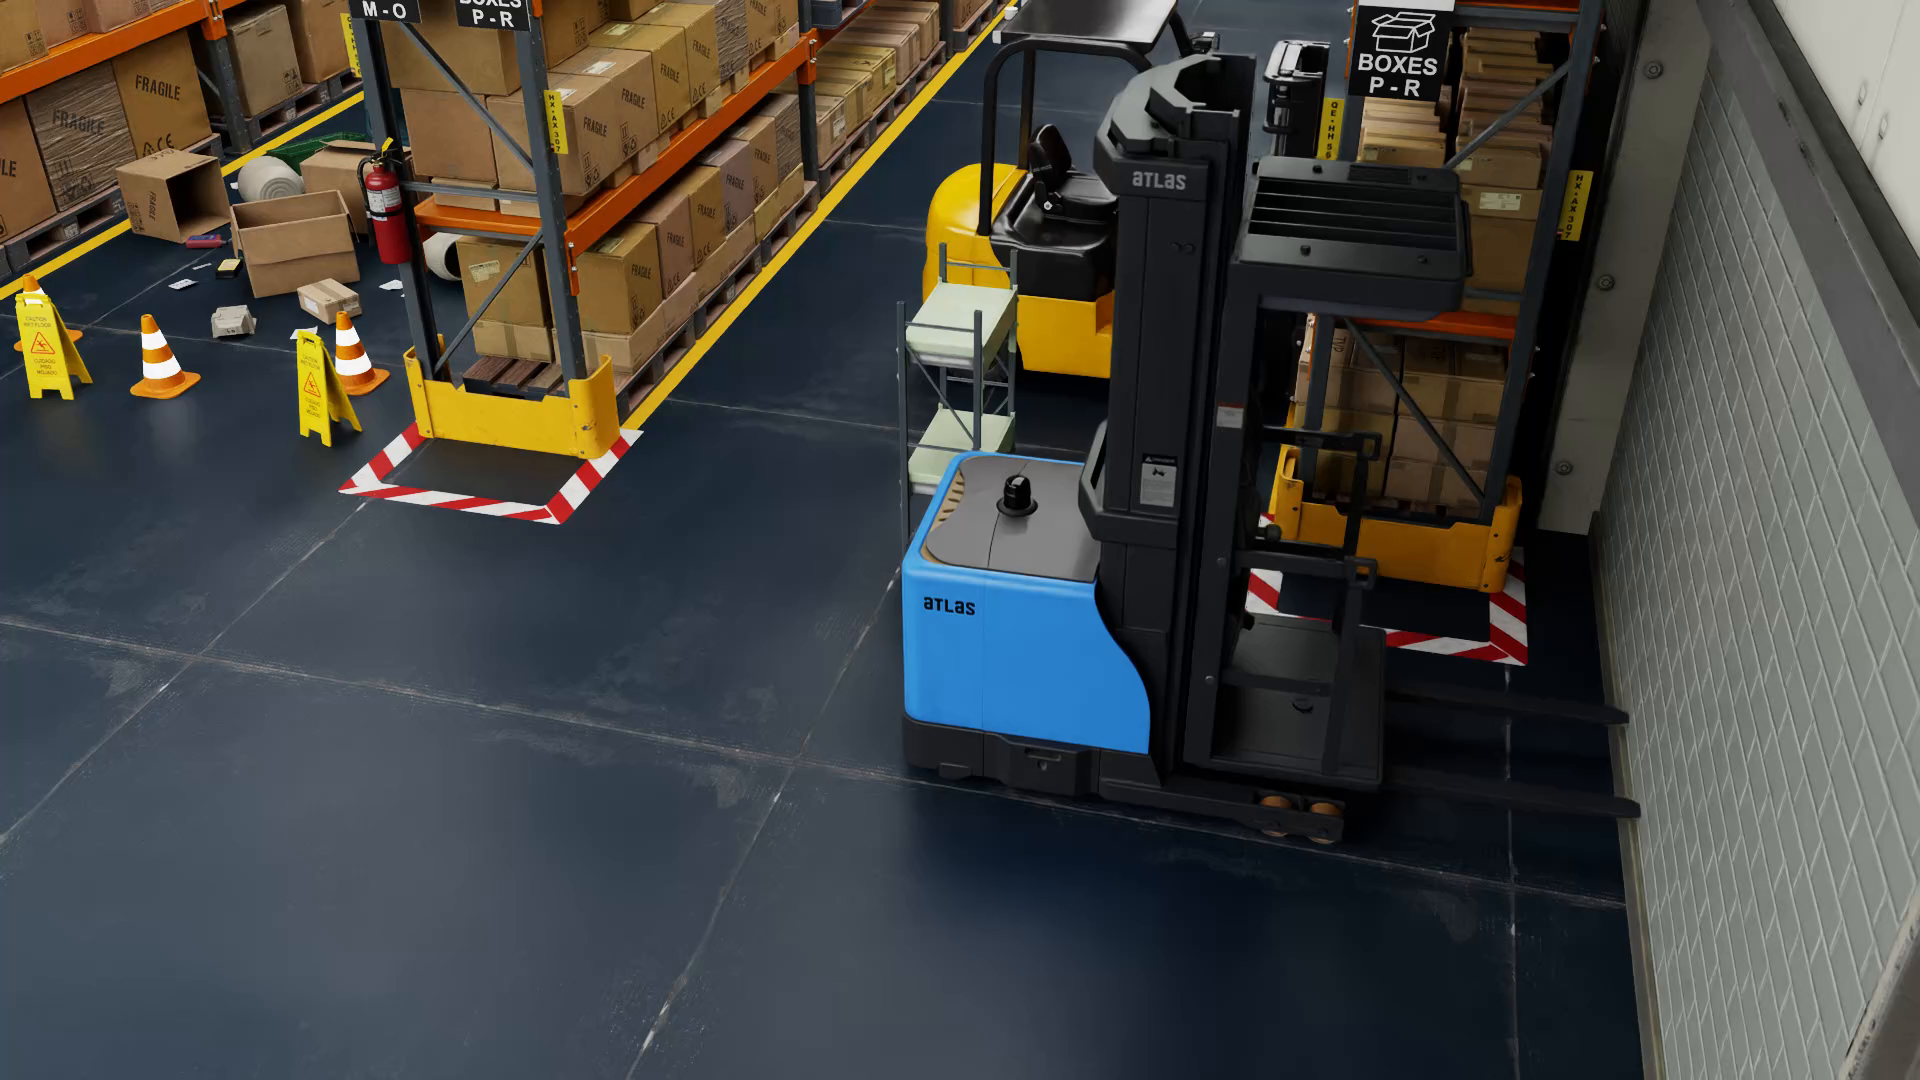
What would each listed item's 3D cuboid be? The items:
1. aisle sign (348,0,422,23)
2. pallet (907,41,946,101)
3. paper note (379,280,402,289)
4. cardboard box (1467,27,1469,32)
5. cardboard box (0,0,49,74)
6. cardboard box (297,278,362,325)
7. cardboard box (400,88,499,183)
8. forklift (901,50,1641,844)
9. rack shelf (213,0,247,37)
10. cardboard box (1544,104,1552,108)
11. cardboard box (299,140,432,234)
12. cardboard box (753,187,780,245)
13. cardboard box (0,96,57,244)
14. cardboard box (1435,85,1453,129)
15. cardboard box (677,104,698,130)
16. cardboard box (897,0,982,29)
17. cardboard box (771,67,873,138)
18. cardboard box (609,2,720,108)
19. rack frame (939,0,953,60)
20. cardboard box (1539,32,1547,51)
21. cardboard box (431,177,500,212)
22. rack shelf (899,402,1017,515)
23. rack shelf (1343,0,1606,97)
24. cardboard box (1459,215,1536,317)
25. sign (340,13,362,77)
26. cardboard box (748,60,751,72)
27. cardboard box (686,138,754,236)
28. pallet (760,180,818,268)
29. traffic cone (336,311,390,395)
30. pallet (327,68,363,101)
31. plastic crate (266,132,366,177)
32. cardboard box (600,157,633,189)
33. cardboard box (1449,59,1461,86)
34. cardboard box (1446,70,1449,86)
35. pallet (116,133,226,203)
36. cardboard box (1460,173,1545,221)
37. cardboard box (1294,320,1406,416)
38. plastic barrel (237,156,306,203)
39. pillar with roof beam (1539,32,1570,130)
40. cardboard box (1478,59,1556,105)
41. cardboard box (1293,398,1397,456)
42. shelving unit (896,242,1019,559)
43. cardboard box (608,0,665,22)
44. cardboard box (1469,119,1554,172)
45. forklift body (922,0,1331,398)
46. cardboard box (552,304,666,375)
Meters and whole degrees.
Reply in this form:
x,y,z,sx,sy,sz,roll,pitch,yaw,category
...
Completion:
x,y,z,sx,sy,sz,roll,pitch,yaw,category
-2.892,-2.951,8.173,0.394,0.787,0.004,8,33,12,aisle sign
-0.765,-4.416,15.499,1.003,0.211,1.213,8,33,12,pallet
-3.920,-1.770,11.517,0.148,0.019,0.142,20,38,29,paper note
3.283,-3.092,10.119,0.380,0.149,0.250,9,33,14,cardboard box
-6.882,-3.572,11.434,0.875,0.550,0.500,8,33,12,cardboard box
-4.217,-1.598,11.125,0.380,0.149,0.250,28,42,36,cardboard box
-2.724,-2.333,9.254,0.500,0.500,0.500,7,33,12,cardboard box
1.325,-0.310,6.506,3.031,2.935,1.130,7,33,11,forklift
-5.886,-5.278,14.927,1.077,0.370,4.000,8,33,12,rack shelf
2.939,-2.287,8.853,0.380,0.149,0.250,9,34,14,cardboard box
-4.369,-2.593,12.233,0.797,0.637,0.503,8,33,12,cardboard box
-1.596,-2.318,11.772,0.500,0.250,0.500,7,33,11,cardboard box
-7.080,-2.566,11.580,0.875,0.875,0.875,8,33,12,cardboard box
2.302,-2.219,8.470,0.380,0.149,0.250,8,33,13,cardboard box
-1.866,-2.690,10.420,0.380,0.149,0.250,7,33,11,cardboard box
-0.310,-5.626,16.392,0.875,0.875,0.875,8,33,12,cardboard box
-1.271,-3.636,13.732,0.950,0.372,0.625,10,34,15,cardboard box
-1.829,-3.021,10.336,0.500,0.500,0.500,7,33,11,cardboard box
-0.565,-5.998,15.389,1.000,3.000,0.127,8,33,12,rack frame
3.187,-2.949,9.618,0.380,0.149,0.250,7,33,12,cardboard box
-2.707,-1.964,9.277,0.380,0.149,0.250,9,34,14,cardboard box
-0.002,-0.354,8.517,0.431,0.370,0.720,8,33,12,rack shelf
2.714,-3.173,8.819,1.077,0.370,4.000,8,33,12,rack shelf
2.601,-1.434,8.117,0.500,0.500,0.500,9,34,14,cardboard box
-3.127,-2.554,8.598,0.100,0.325,0.005,8,33,12,sign
-1.642,-3.225,11.262,0.380,0.149,0.250,8,33,12,cardboard box
-1.727,-2.383,11.175,0.500,0.500,0.500,10,34,15,cardboard box
-1.717,-2.392,12.316,1.003,0.211,1.213,8,33,12,pallet
-3.734,-1.175,10.166,0.336,0.463,0.334,8,33,12,traffic cone
-5.963,-4.413,15.494,1.003,0.211,1.213,8,33,12,pallet
-5.171,-3.113,13.418,0.662,0.188,0.450,-28,32,-37,plastic crate
-2.113,-2.148,9.567,0.380,0.149,0.250,7,33,11,cardboard box
3.119,-2.497,9.788,0.500,0.500,0.500,7,33,11,cardboard box
2.613,-2.560,9.888,0.500,0.500,0.500,8,33,12,cardboard box
-6.663,-2.983,13.245,1.003,0.211,1.213,8,33,12,pallet
2.544,-1.629,7.819,0.380,0.149,0.250,7,33,11,cardboard box
2.022,-0.893,8.598,0.500,0.250,0.500,9,34,14,cardboard box
-5.198,-2.659,12.538,0.421,0.421,0.512,-21,38,-29,plastic barrel
0.614,-7.643,12.384,9.100,9.000,0.400,8,33,12,pillar with roof beam
2.933,-2.419,8.784,0.380,0.149,0.250,7,33,11,cardboard box
2.028,-0.695,8.754,0.500,0.250,0.500,8,33,12,cardboard box
-0.002,-0.629,8.342,0.431,1.500,0.755,8,33,12,shelving unit
-2.250,-3.511,10.175,0.700,0.500,0.500,8,33,12,cardboard box
2.627,-1.889,7.950,0.380,0.149,0.250,9,34,14,cardboard box
0.923,-2.047,9.965,2.313,2.155,1.214,8,33,12,forklift body
-2.123,-1.244,10.083,0.500,0.250,0.500,8,33,12,cardboard box
